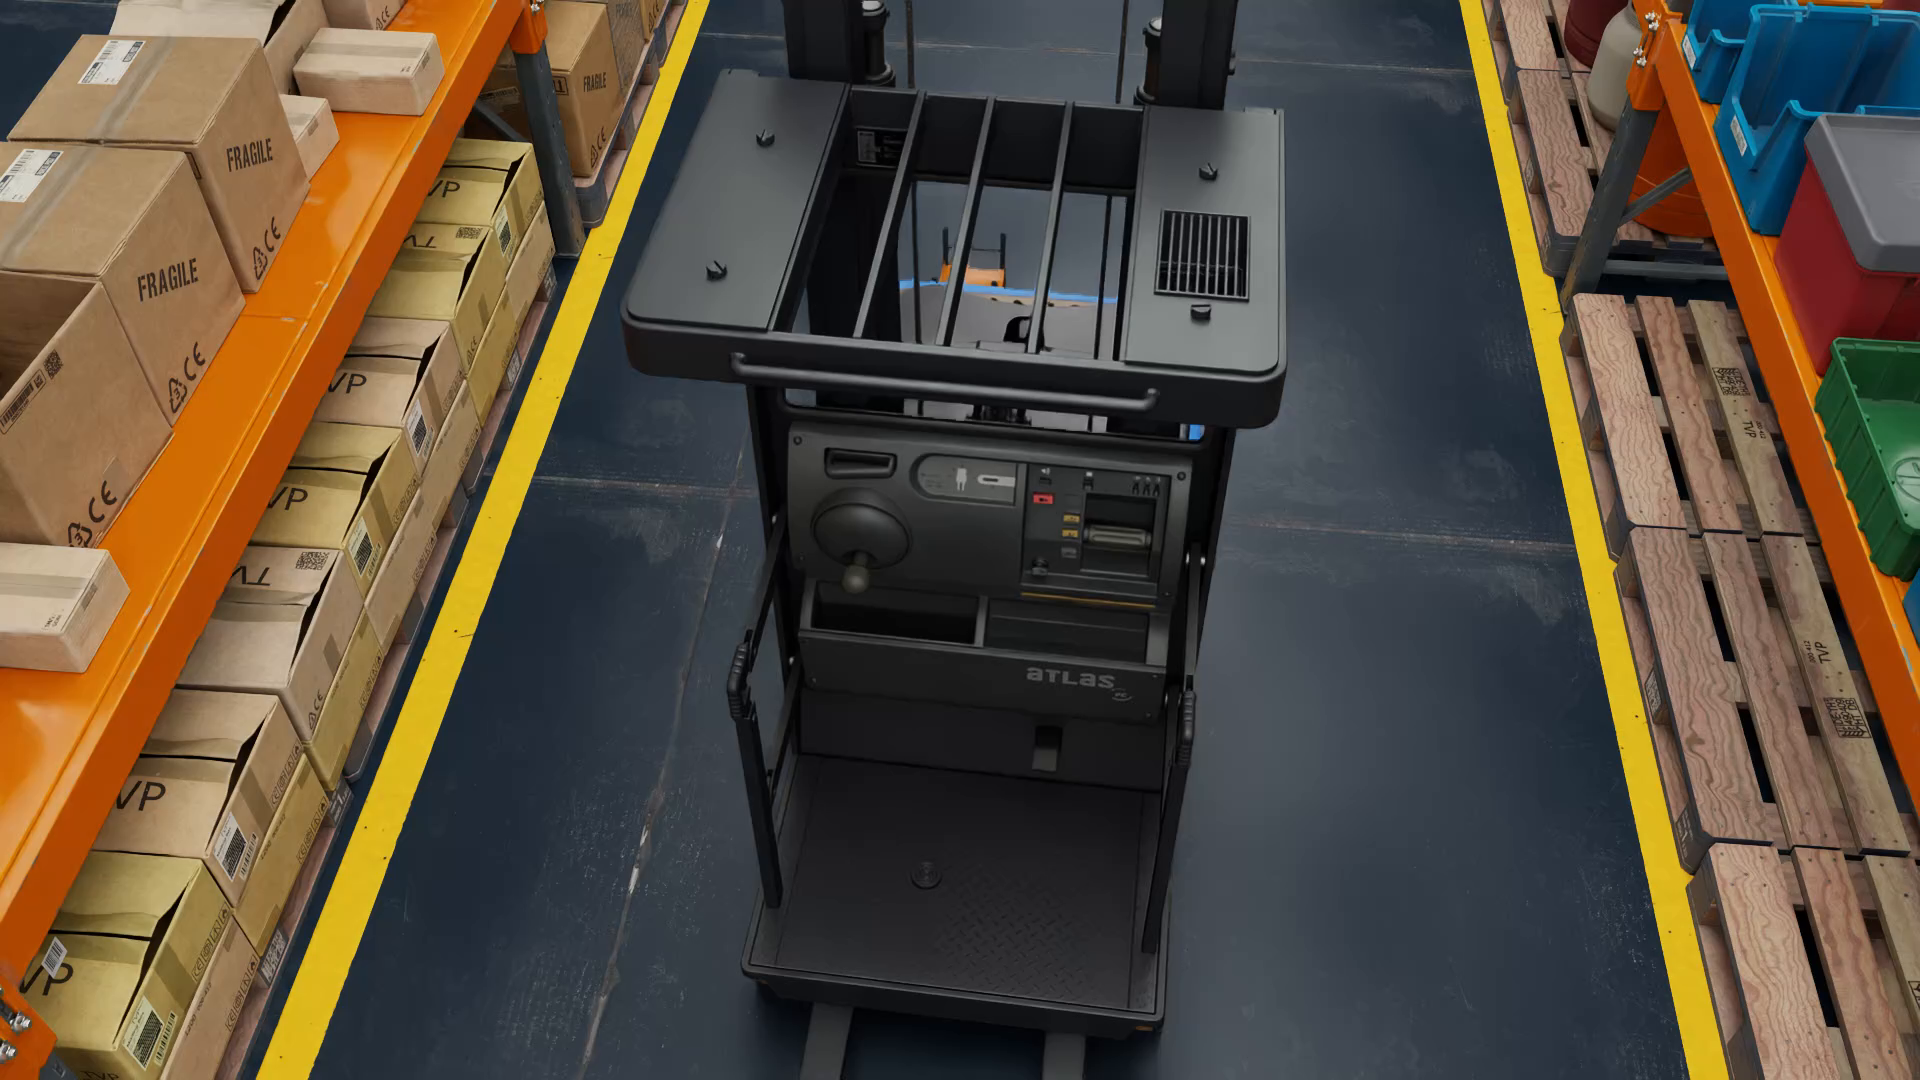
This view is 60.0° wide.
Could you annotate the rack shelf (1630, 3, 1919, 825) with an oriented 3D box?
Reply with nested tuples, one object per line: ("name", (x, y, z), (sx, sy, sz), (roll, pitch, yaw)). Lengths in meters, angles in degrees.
("rack shelf", (2.700, -0.192, 4.380), (1.077, 0.370, 4.000), (4, 48, 4))

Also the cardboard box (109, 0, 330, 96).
("cardboard box", (-2.324, -1.566, 5.210), (0.500, 0.311, 0.500), (3, 48, 3))

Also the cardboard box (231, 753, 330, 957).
("cardboard box", (-2.083, 0.830, 4.536), (0.500, 0.250, 0.500), (5, 48, 5))

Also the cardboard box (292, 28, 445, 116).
("cardboard box", (-1.857, -1.476, 5.237), (0.380, 0.149, 0.250), (4, 48, 4))

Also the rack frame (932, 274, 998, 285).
("rack frame", (0.015, -0.443, 5.444), (0.200, 1.050, 0.008), (6, 48, 5))

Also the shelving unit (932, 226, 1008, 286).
("shelving unit", (0.031, -0.532, 5.525), (0.215, 1.050, 0.252), (6, 48, 5))

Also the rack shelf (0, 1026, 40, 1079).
("rack shelf", (-2.597, 2.412, 1.999), (1.077, 0.370, 4.000), (4, 48, 4))

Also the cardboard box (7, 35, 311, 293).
("cardboard box", (-2.186, -1.040, 4.600), (0.500, 0.500, 0.500), (2, 48, 1))

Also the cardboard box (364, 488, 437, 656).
("cardboard box", (-1.991, 0.076, 5.227), (0.500, 0.250, 0.500), (5, 48, 4))

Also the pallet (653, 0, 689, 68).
("pallet", (-1.830, -2.739, 8.112), (1.003, 0.211, 1.213), (4, 48, 4))

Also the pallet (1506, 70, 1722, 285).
("pallet", (2.913, -1.545, 7.020), (1.003, 0.211, 1.213), (4, 48, 4))

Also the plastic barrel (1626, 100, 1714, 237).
("plastic barrel", (2.910, -1.674, 6.434), (0.600, 0.830, 0.708), (4, 48, 4))

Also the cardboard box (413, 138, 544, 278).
("cardboard box", (-1.852, -1.241, 6.051), (0.500, 0.311, 0.500), (5, 48, 5))

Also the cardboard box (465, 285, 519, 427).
("cardboard box", (-1.898, -0.672, 5.910), (0.500, 0.250, 0.500), (3, 48, 3))

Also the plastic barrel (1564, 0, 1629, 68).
("plastic barrel", (3.013, -2.422, 7.282), (0.600, 0.588, 0.708), (4, 48, 4))

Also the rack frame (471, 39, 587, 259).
("rack frame", (-2.050, -2.240, 5.766), (1.000, 3.000, 0.127), (4, 48, 4))

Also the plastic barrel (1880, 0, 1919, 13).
("plastic barrel", (3.142, -1.589, 5.078), (0.600, 0.536, 0.708), (4, 48, 4))

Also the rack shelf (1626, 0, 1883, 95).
("rack shelf", (3.065, -3.131, 7.068), (1.077, 0.370, 4.000), (4, 48, 4))

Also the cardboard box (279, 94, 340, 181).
("cardboard box", (-2.110, -1.214, 4.998), (0.380, 0.149, 0.250), (7, 48, 6))

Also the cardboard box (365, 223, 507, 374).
("cardboard box", (-1.893, -0.859, 5.702), (0.500, 0.311, 0.500), (3, 48, 3))

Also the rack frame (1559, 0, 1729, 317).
("rack frame", (2.883, -1.904, 5.459), (1.000, 3.000, 0.127), (4, 48, 4))

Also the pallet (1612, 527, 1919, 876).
("pallet", (2.660, 0.498, 5.152), (1.003, 0.211, 1.213), (4, 48, 4))

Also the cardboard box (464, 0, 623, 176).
("cardboard box", (-1.724, -1.860, 6.814), (0.500, 0.500, 0.500), (6, 48, 5))

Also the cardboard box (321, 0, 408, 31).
("cardboard box", (-2.126, -1.945, 5.557), (0.500, 0.311, 0.500), (7, 48, 6))

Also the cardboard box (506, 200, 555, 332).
("cardboard box", (-1.855, -1.051, 6.257), (0.500, 0.250, 0.500), (5, 48, 4))

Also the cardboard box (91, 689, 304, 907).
("cardboard box", (-2.078, 0.642, 4.329), (0.500, 0.311, 0.500), (3, 48, 3))

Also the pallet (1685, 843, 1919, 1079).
("pallet", (2.551, 1.397, 4.329), (1.003, 0.211, 1.213), (4, 48, 4))

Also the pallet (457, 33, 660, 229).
("pallet", (-1.944, -1.845, 7.294), (1.003, 0.211, 1.213), (4, 48, 4))

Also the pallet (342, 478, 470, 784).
("pallet", (-2.277, 0.198, 5.426), (1.003, 0.211, 1.213), (4, 48, 4))

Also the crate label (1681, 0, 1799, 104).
("crate label", (2.471, -1.563, 5.260), (0.303, 0.233, 0.416), (4, 48, 4))

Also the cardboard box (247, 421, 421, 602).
("cardboard box", (-1.990, -0.120, 5.026), (0.500, 0.311, 0.500), (5, 48, 5))

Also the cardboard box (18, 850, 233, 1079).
("cardboard box", (-2.129, 1.009, 3.993), (0.500, 0.311, 0.500), (4, 48, 4))

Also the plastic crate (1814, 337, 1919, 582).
("plastic crate", (2.396, -0.192, 4.036), (0.450, 0.188, 0.662), (4, 48, 4))

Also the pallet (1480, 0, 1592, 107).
("pallet", (3.027, -2.439, 7.838), (1.003, 0.211, 1.213), (4, 48, 4))

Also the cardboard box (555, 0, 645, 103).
("cardboard box", (-1.682, -2.245, 7.166), (0.500, 0.500, 0.500), (2, 48, 2))

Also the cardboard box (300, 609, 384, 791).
("cardboard box", (-2.038, 0.450, 4.885), (0.500, 0.250, 0.500), (3, 48, 2))

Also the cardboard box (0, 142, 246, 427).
("cardboard box", (-2.234, -0.653, 4.246), (0.500, 0.500, 0.500), (4, 48, 4))

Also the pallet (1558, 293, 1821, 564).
("pallet", (2.773, -0.396, 5.969), (1.003, 0.211, 1.213), (4, 48, 4))

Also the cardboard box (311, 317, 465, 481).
("cardboard box", (-1.942, -0.488, 5.363), (0.500, 0.311, 0.500), (4, 48, 3))

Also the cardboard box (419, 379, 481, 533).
("cardboard box", (-1.947, -0.302, 5.572), (0.500, 0.250, 0.500), (5, 48, 4))

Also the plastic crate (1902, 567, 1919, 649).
("plastic crate", (2.309, 0.209, 3.537), (0.392, 0.384, 0.575), (4, 48, 4))

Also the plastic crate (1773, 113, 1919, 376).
("plastic crate", (2.431, -0.759, 4.368), (0.402, 0.464, 0.583), (4, 48, 4))

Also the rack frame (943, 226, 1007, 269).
("rack frame", (0.047, -0.621, 5.607), (0.200, 1.050, 0.008), (6, 48, 5))

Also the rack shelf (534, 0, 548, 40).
("rack shelf", (-1.867, -3.467, 7.376), (1.077, 0.370, 4.000), (4, 48, 4))

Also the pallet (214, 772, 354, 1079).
("pallet", (-2.386, 1.096, 4.604), (1.003, 0.211, 1.213), (4, 48, 4))

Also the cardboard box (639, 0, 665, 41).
("cardboard box", (-1.631, -2.613, 7.503), (0.500, 0.500, 0.500), (3, 48, 3))

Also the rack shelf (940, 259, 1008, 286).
("rack shelf", (0.031, -0.716, 5.324), (0.215, 0.259, 0.240), (6, 48, 5))

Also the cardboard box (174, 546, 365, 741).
("cardboard box", (-2.032, 0.262, 4.677), (0.500, 0.311, 0.500), (2, 48, 2))

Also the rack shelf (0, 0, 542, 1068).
("rack shelf", (-2.232, -0.527, 4.687), (1.077, 0.370, 4.000), (4, 48, 4))

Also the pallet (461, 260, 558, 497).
("pallet", (-2.164, -0.696, 6.244), (1.003, 0.211, 1.213), (4, 48, 4))

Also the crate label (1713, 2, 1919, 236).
("crate label", (2.523, -1.204, 4.795), (0.502, 0.435, 0.616), (4, 48, 4))

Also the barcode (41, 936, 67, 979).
("barcode", (-1.976, 0.911, 3.629), (0.001, 0.075, 0.075), (4, 48, 4))

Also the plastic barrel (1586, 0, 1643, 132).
("plastic barrel", (2.873, -1.988, 6.937), (0.421, 0.512, 0.421), (0, 48, 0))

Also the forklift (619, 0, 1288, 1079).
("forklift", (0.034, 0.058, 3.711), (1.130, 2.935, 3.031), (6, 48, 5))

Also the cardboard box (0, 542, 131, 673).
("cardboard box", (-2.130, 0.147, 3.753), (0.380, 0.149, 0.250), (4, 48, 4))

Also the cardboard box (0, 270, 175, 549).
("cardboard box", (-2.280, -0.285, 3.910), (0.500, 0.500, 0.500), (7, 48, 6))

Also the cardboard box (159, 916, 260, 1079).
("cardboard box", (-2.131, 1.206, 4.193), (0.500, 0.250, 0.500), (3, 48, 3))
